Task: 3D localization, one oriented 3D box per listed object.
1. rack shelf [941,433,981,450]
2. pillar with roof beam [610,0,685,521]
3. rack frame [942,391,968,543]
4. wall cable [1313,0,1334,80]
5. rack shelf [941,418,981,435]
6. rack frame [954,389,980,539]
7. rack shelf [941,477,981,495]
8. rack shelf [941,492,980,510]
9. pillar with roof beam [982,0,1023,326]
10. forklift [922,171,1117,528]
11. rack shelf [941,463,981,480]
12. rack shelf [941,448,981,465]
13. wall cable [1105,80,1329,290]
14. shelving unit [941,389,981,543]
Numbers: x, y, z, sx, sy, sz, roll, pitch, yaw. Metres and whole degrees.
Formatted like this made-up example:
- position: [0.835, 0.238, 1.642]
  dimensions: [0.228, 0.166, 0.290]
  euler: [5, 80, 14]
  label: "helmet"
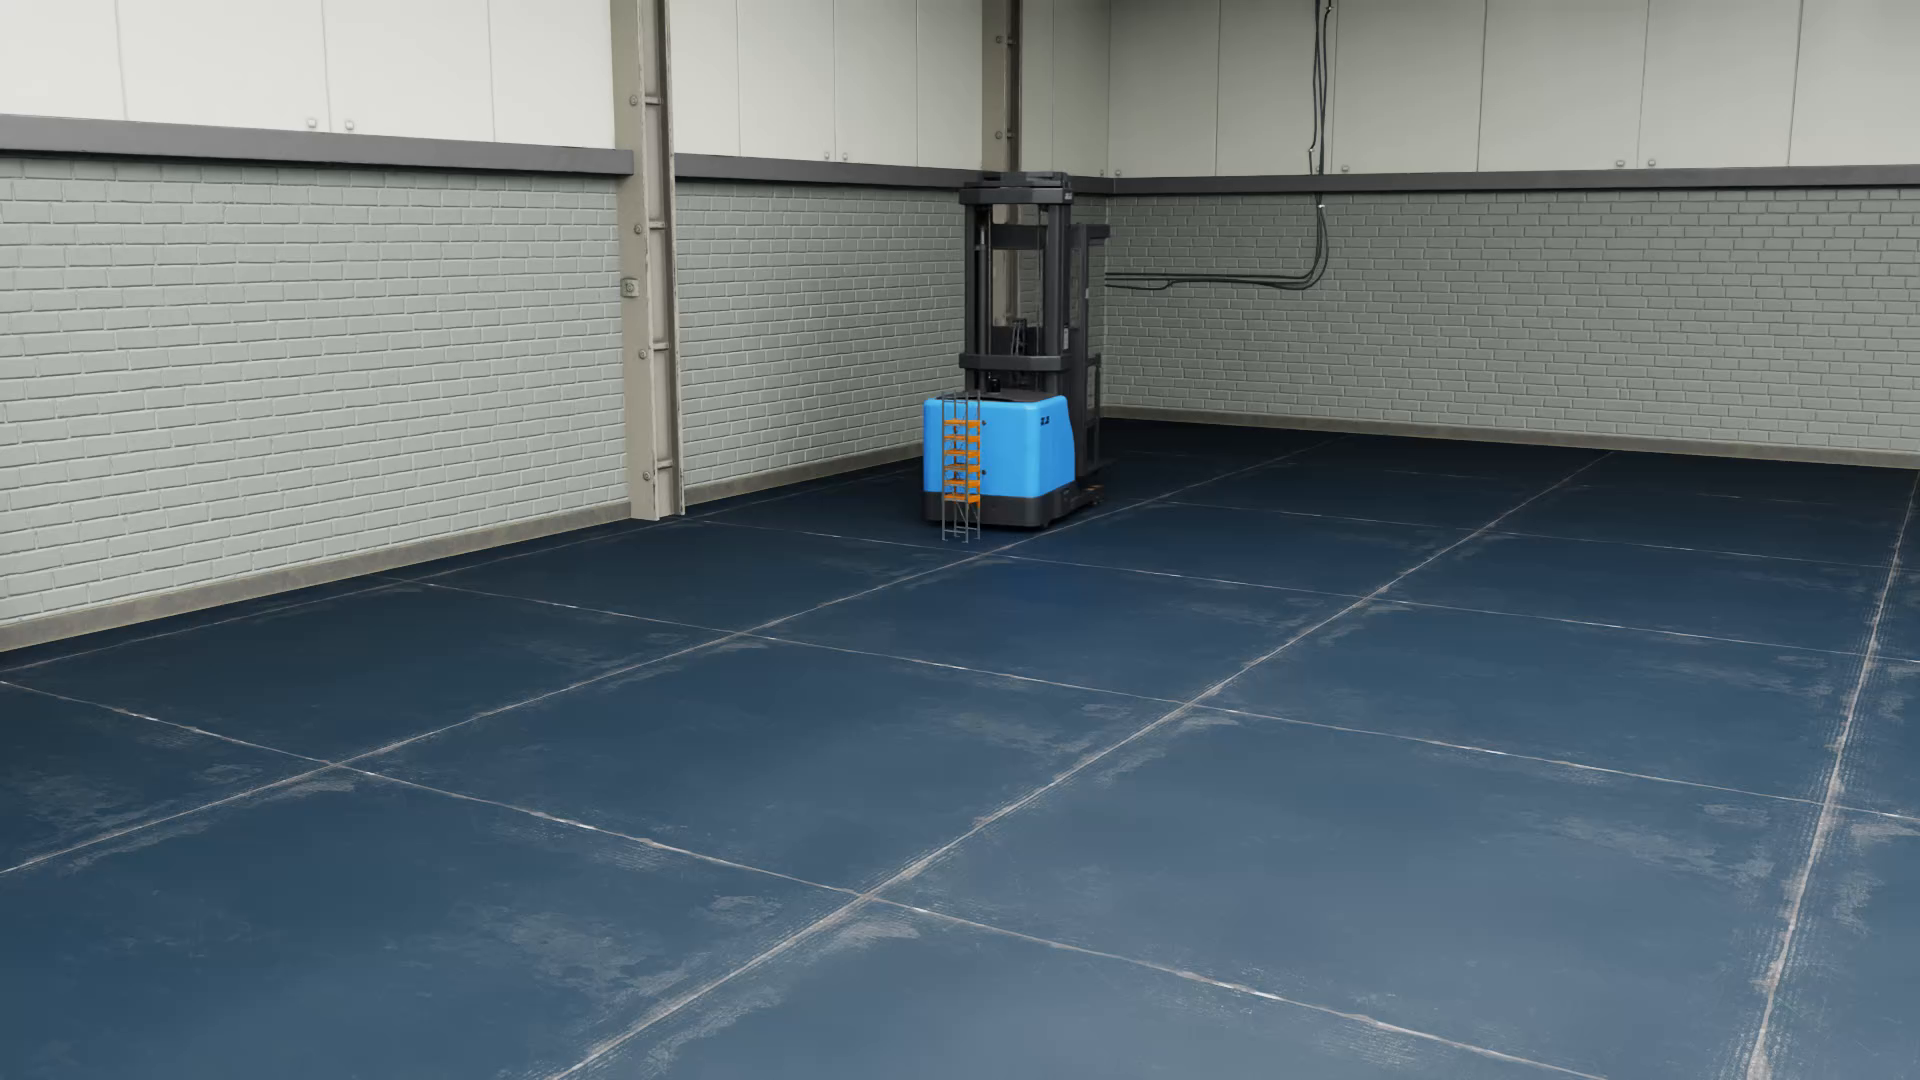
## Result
- position: [0.008, -0.784, 13.234]
  dimensions: [0.258, 0.103, 0.180]
  euler: [6, 12, 31]
  label: "rack shelf"
- position: [1.038, -4.224, 11.474]
  dimensions: [9.100, 9.000, 0.400]
  euler: [6, 12, 31]
  label: "pillar with roof beam"
- position: [-0.040, -0.578, 13.194]
  dimensions: [0.240, 1.200, 0.006]
  euler: [6, 12, 31]
  label: "rack frame"
- position: [5.446, -6.613, 18.952]
  dimensions: [3.097, 2.526, 0.112]
  euler: [6, 12, 31]
  label: "wall cable"
- position: [0.008, -0.902, 13.212]
  dimensions: [0.258, 0.103, 0.180]
  euler: [6, 12, 31]
  label: "rack shelf"
- position: [0.055, -0.606, 13.347]
  dimensions: [0.240, 1.200, 0.006]
  euler: [6, 12, 31]
  label: "rack frame"
- position: [0.008, -0.430, 13.301]
  dimensions: [0.258, 0.103, 0.180]
  euler: [6, 12, 31]
  label: "rack shelf"
- position: [0.008, -0.312, 13.323]
  dimensions: [0.258, 0.103, 0.180]
  euler: [6, 12, 31]
  label: "rack shelf"
- position: [4.153, -5.167, 16.515]
  dimensions: [9.100, 9.000, 0.400]
  euler: [6, 12, 31]
  label: "pillar with roof beam"
- position: [0.682, -1.766, 14.839]
  dimensions: [1.130, 2.935, 3.031]
  euler: [4, 11, 21]
  label: "forklift"
- position: [0.008, -0.548, 13.279]
  dimensions: [0.258, 0.103, 0.180]
  euler: [6, 12, 31]
  label: "rack shelf"
- position: [0.008, -0.666, 13.257]
  dimensions: [0.258, 0.103, 0.180]
  euler: [6, 12, 31]
  label: "rack shelf"
- position: [3.134, -4.389, 20.797]
  dimensions: [3.097, 2.526, 0.112]
  euler: [6, 12, 31]
  label: "wall cable"
- position: [0.008, -0.592, 13.270]
  dimensions: [0.258, 1.200, 0.189]
  euler: [6, 12, 31]
  label: "shelving unit"
